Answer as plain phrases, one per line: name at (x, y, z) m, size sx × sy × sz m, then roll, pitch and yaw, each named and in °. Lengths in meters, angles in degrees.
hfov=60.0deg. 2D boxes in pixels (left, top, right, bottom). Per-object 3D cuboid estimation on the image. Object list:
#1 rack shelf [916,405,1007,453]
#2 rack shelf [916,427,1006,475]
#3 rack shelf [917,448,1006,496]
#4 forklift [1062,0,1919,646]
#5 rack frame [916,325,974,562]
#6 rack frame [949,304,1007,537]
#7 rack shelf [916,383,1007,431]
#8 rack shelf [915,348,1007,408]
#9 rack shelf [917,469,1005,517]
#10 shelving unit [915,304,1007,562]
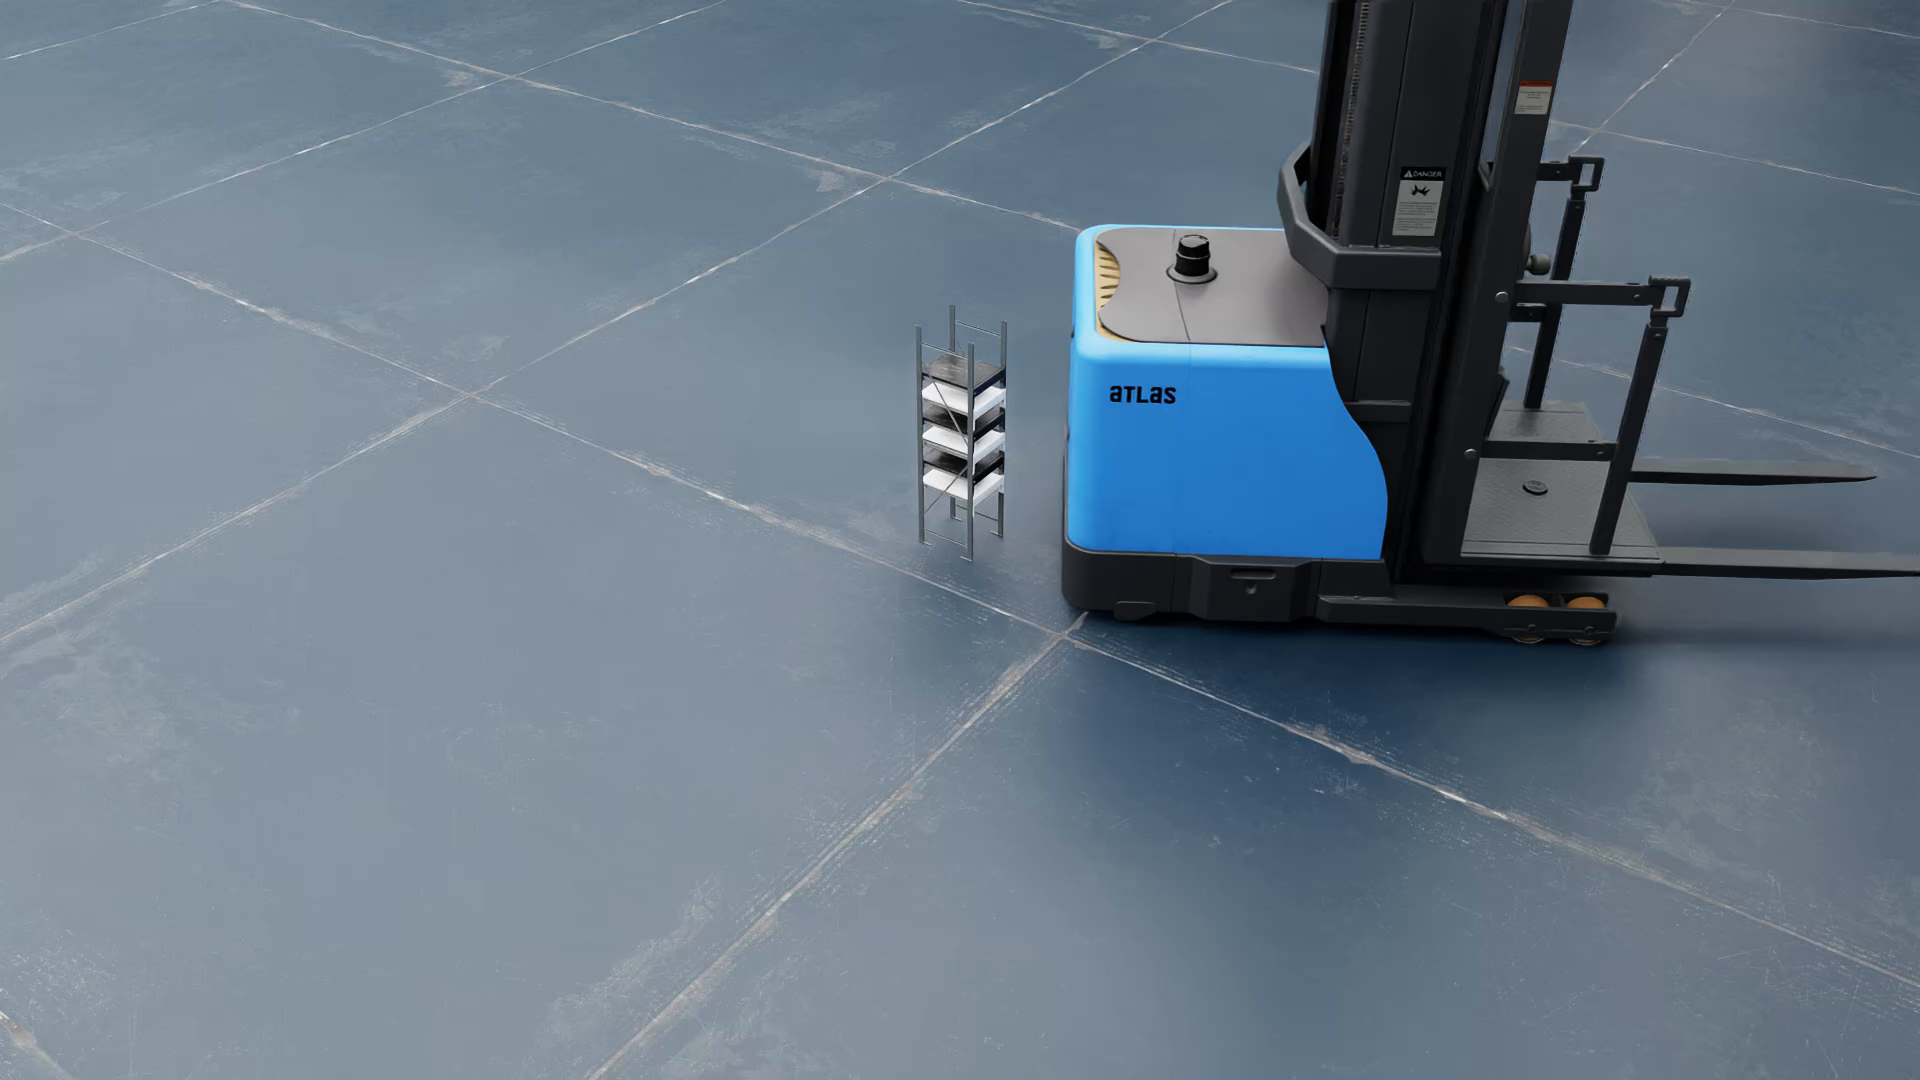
rack shelf at (0.005, -0.423, 5.972) m, size 0.258 × 0.077 × 0.200 m, roll 21°, pitch 39°, yaw 28°
rack shelf at (0.005, -0.349, 6.022) m, size 0.258 × 0.077 × 0.200 m, roll 21°, pitch 39°, yaw 28°
rack shelf at (0.005, -0.274, 6.073) m, size 0.258 × 0.077 × 0.200 m, roll 21°, pitch 39°, yaw 28°
forklift at (1.895, -1.160, 5.349) m, size 3.031 × 2.935 × 1.130 m, roll 2°, pitch 34°, yaw 3°
rack frame at (-0.053, -0.330, 5.934) m, size 0.240 × 0.900 × 0.006 m, roll 21°, pitch 39°, yaw 28°
rack frame at (0.063, -0.423, 6.073) m, size 0.240 × 0.900 × 0.006 m, roll 21°, pitch 39°, yaw 28°
rack shelf at (0.005, -0.498, 5.921) m, size 0.258 × 0.077 × 0.200 m, roll 21°, pitch 39°, yaw 28°
rack shelf at (0.005, -0.573, 5.871) m, size 0.258 × 0.077 × 0.200 m, roll 21°, pitch 39°, yaw 28°
rack shelf at (0.005, -0.200, 6.123) m, size 0.258 × 0.077 × 0.200 m, roll 21°, pitch 39°, yaw 28°
shelving unit at (0.005, -0.376, 6.003) m, size 0.258 × 0.900 × 0.210 m, roll 21°, pitch 39°, yaw 28°
